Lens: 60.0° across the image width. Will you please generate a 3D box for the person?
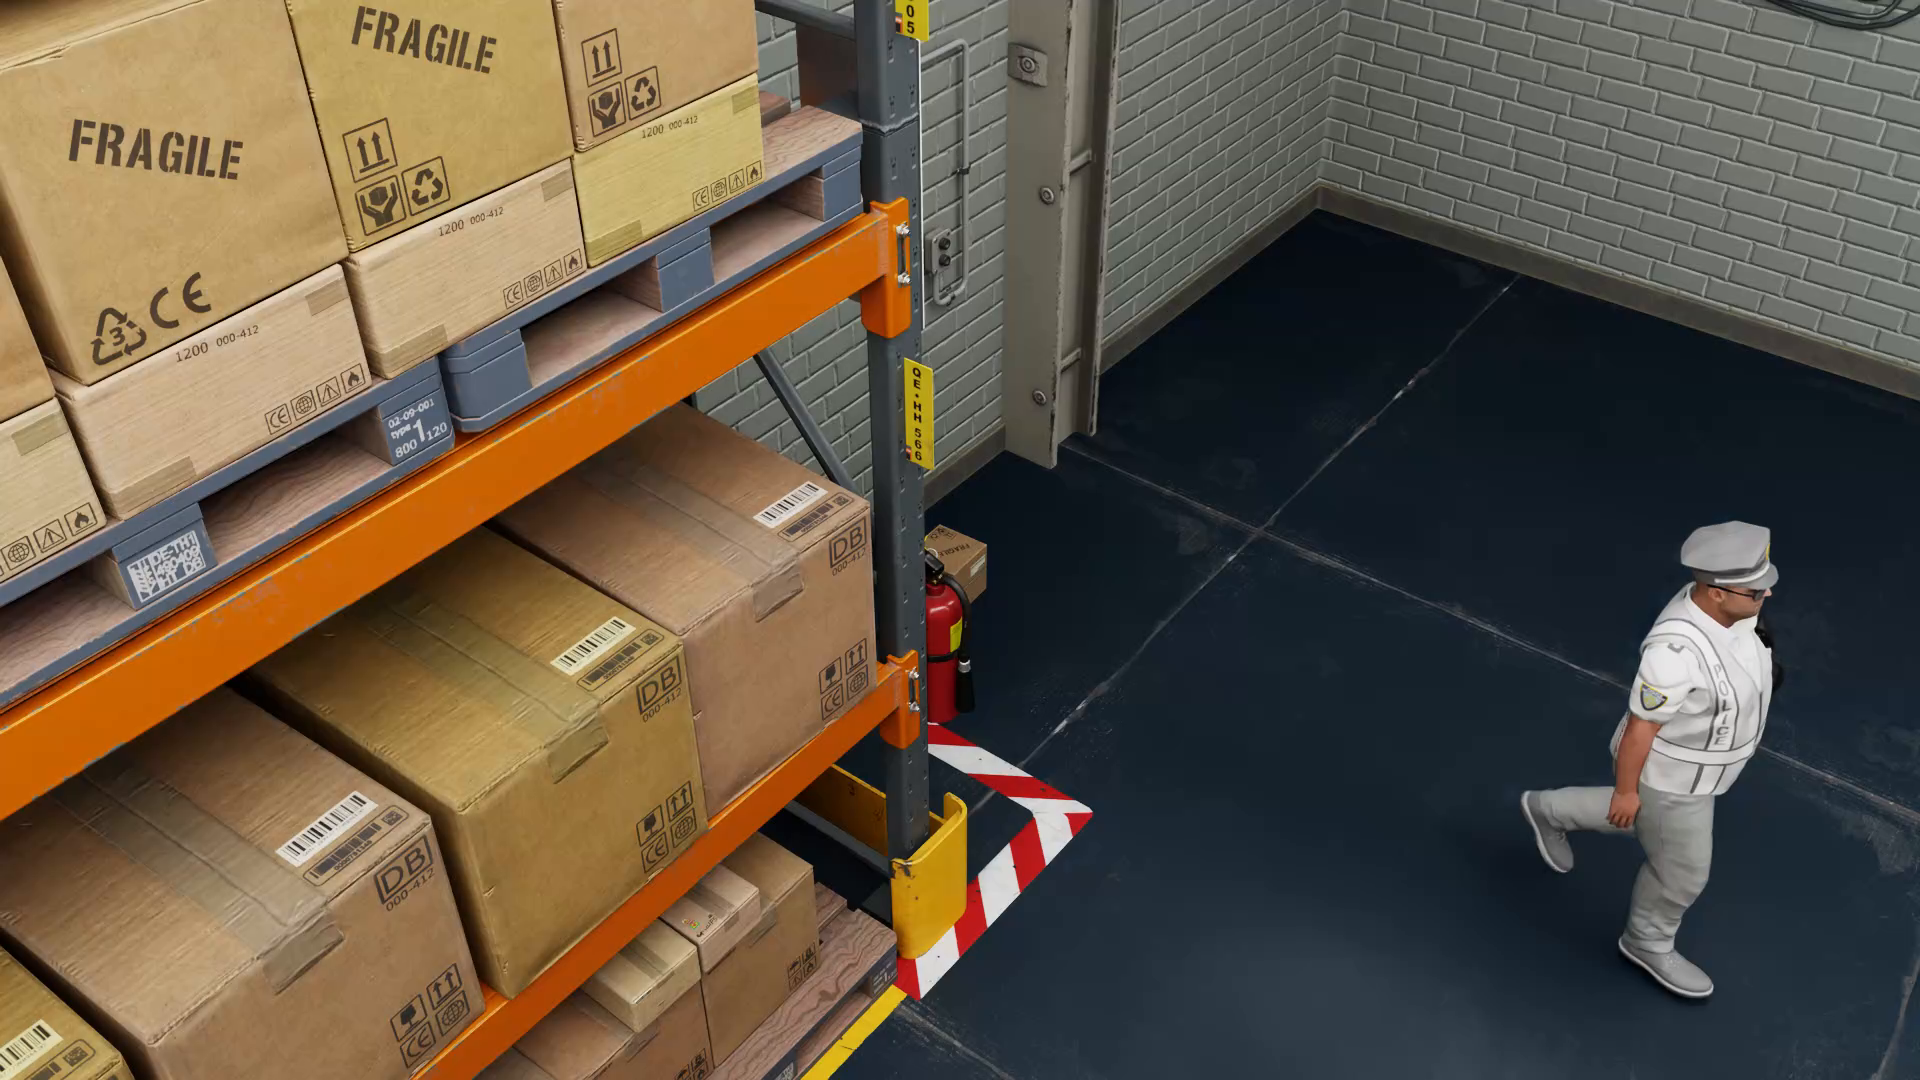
[{"bbox_3d":[2.260,0.647,5.300,0.823,1.742,0.544,28,46,30],"label":"person"}]
